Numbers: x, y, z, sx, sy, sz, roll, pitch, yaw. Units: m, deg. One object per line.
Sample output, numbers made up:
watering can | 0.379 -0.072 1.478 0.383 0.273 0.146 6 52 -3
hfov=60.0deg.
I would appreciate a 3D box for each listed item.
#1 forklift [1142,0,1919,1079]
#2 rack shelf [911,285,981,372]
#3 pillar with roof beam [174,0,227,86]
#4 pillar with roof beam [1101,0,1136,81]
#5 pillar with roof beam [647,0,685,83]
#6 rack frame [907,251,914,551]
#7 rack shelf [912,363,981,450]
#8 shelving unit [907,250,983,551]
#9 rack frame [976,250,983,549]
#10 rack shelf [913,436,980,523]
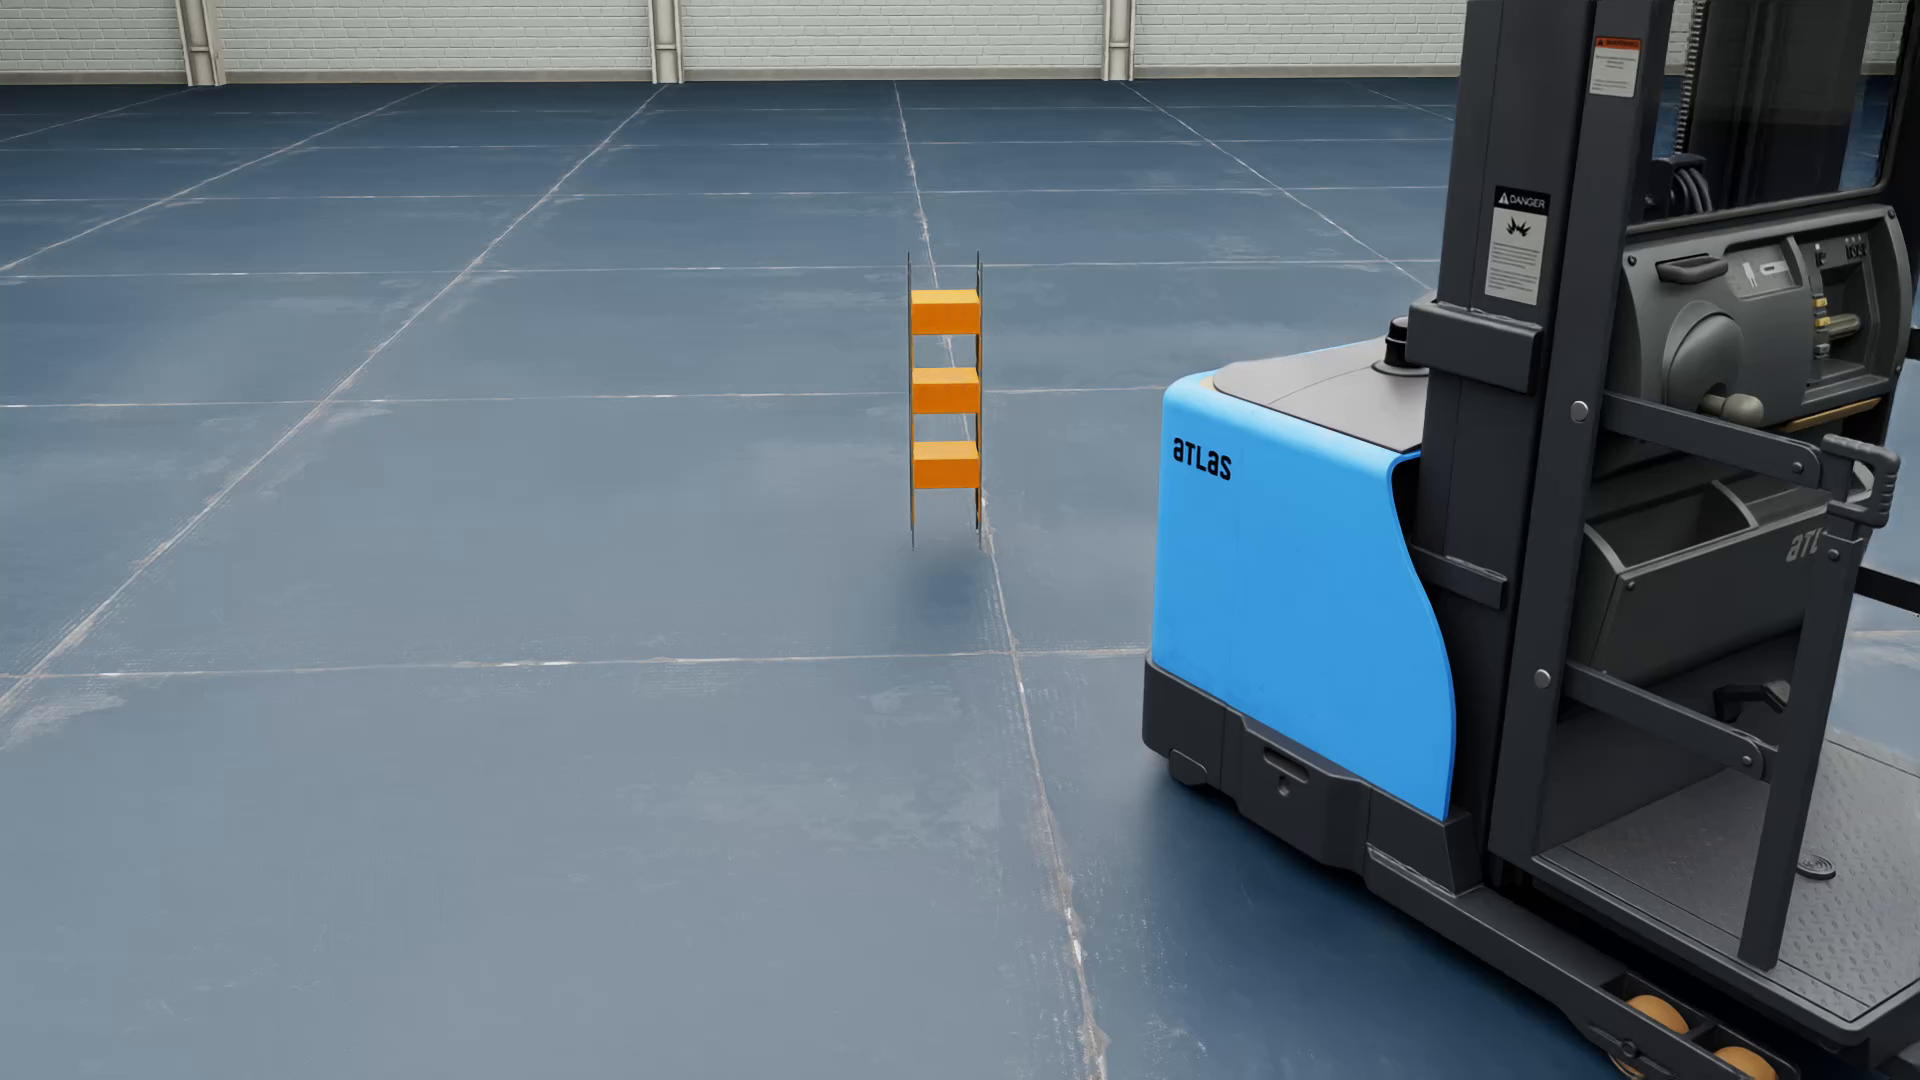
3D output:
forklift | 1.730 -0.431 3.133 1.130 2.935 3.031 -13 25 -31
rack shelf | -0.053 -0.745 5.834 0.240 0.259 0.215 -1 21 -3
pillar with roof beam | -9.618 -8.648 16.187 0.400 9.000 9.100 -1 21 -3
pillar with roof beam | 2.363 -8.891 16.827 0.400 9.000 9.100 -1 21 -3
pillar with roof beam | -3.627 -8.769 16.507 0.400 9.000 9.100 -1 21 -3
rack frame | -0.175 -0.487 5.925 0.008 1.050 0.200 -1 21 -3
rack shelf | -0.053 -0.480 5.935 0.240 0.259 0.215 -1 21 -3
shelving unit | -0.053 -0.490 5.931 0.252 1.050 0.215 -1 21 -3
rack frame | 0.068 -0.492 5.938 0.008 1.050 0.200 -1 21 -3
rack shelf | -0.053 -0.220 6.034 0.240 0.259 0.215 -1 21 -3
